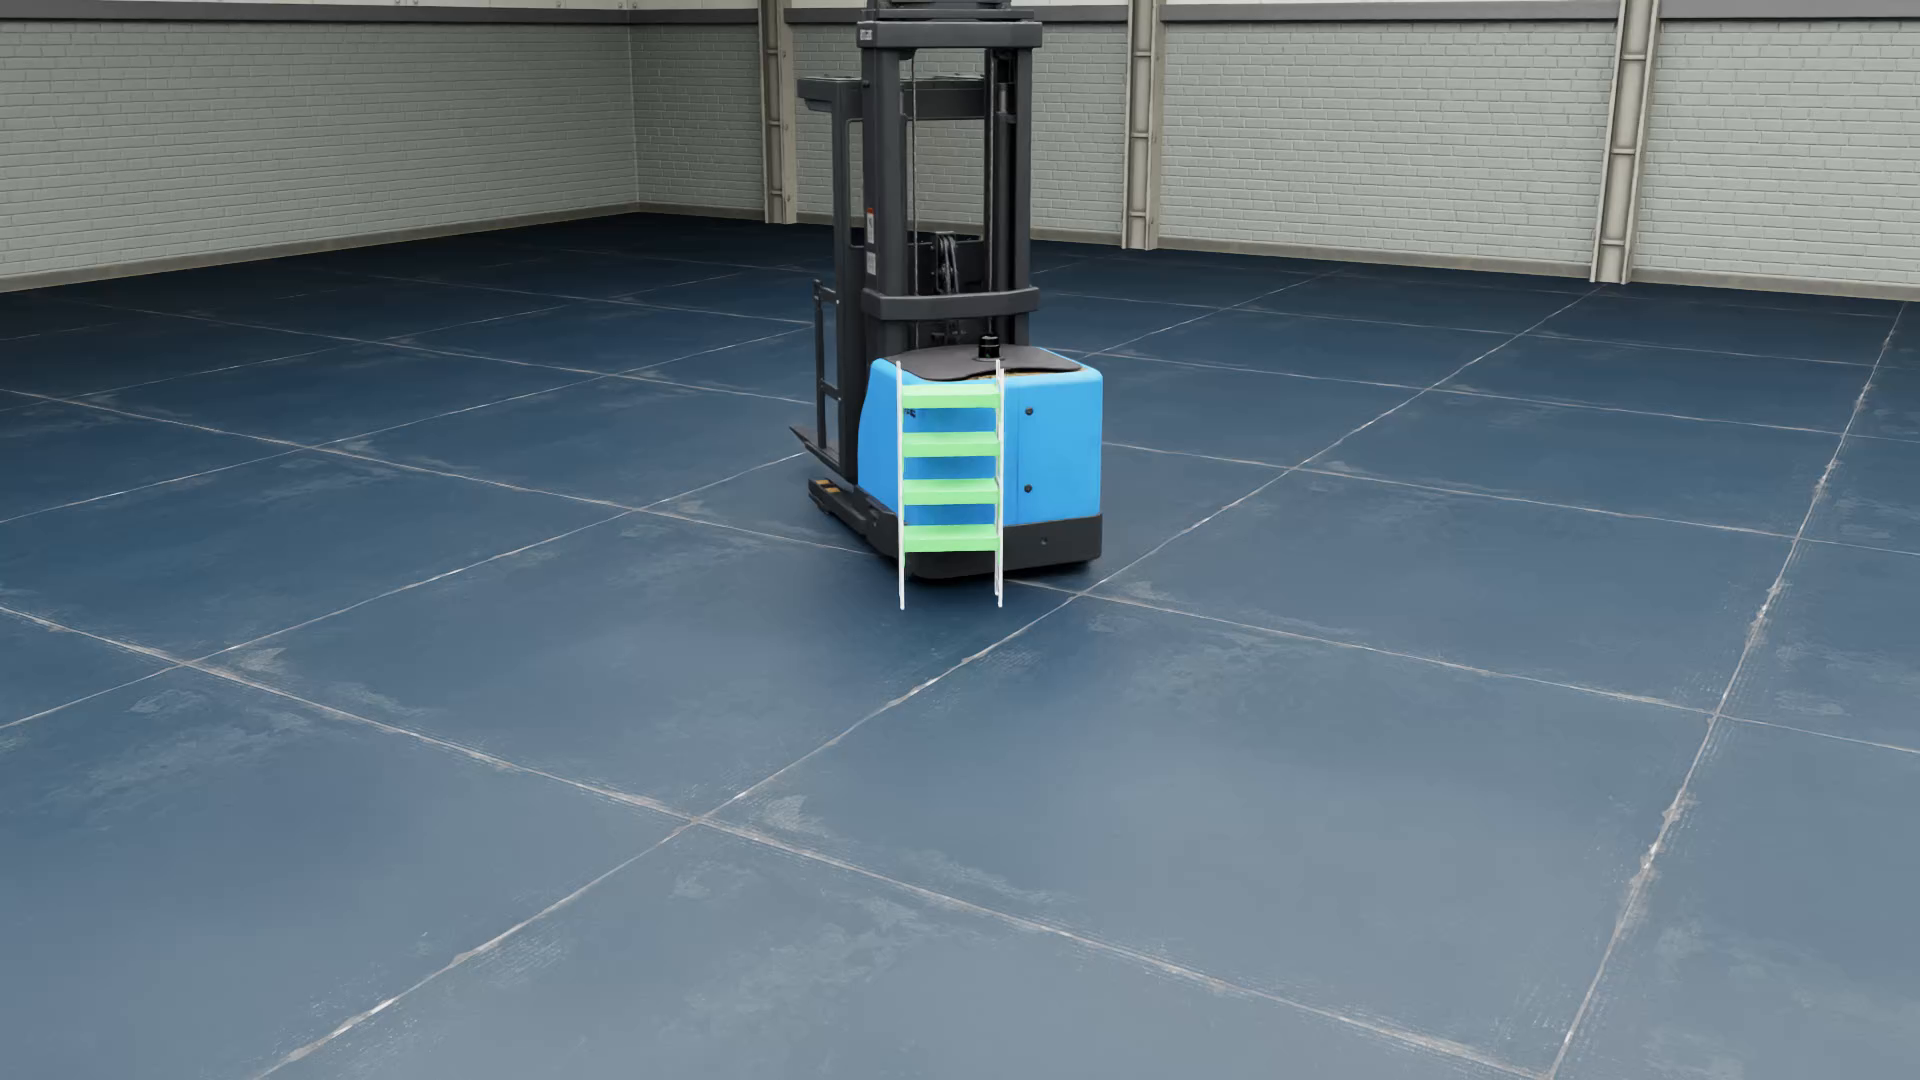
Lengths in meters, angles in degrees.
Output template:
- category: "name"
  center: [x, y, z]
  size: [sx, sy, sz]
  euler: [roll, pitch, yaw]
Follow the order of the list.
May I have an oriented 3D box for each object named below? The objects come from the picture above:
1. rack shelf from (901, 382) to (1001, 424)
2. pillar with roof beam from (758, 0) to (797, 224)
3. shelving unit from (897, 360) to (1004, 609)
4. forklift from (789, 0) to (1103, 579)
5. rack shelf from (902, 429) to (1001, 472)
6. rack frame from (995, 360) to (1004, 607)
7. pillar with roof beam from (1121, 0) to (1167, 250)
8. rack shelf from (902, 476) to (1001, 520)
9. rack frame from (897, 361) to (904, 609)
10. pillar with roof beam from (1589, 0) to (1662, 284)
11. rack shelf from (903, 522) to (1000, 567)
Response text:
- category: "rack shelf"
  center: [-0.050, -0.668, 8.085]
  size: [0.480, 0.148, 0.258]
  euler: [-1, 17, -4]
- category: "pillar with roof beam"
  center: [-4.963, -8.055, 20.415]
  size: [0.400, 9.000, 9.100]
  euler: [10, 20, 30]
- category: "shelving unit"
  center: [-0.050, -0.270, 8.206]
  size: [0.503, 1.200, 0.258]
  euler: [-1, 17, -4]
- category: "forklift"
  center: [-0.267, -1.589, 9.571]
  size: [1.130, 2.935, 3.031]
  euler: [-7, 18, -21]
- category: "rack shelf"
  center: [-0.050, -0.439, 8.155]
  size: [0.480, 0.148, 0.258]
  euler: [-1, 17, -4]
- category: "rack frame"
  center: [0.194, -0.275, 8.222]
  size: [0.015, 1.200, 0.240]
  euler: [-1, 17, -4]
- category: "pillar with roof beam"
  center: [0.150, -7.142, 17.410]
  size: [0.400, 9.000, 9.100]
  euler: [10, 20, 30]
- category: "rack shelf"
  center: [-0.050, -0.209, 8.225]
  size: [0.480, 0.148, 0.258]
  euler: [-1, 17, -4]
- category: "rack frame"
  center: [-0.293, -0.265, 8.190]
  size: [0.015, 1.200, 0.240]
  euler: [-1, 17, -4]
- category: "pillar with roof beam"
  center: [5.263, -6.229, 14.406]
  size: [0.400, 9.000, 9.100]
  euler: [10, 20, 30]
- category: "rack shelf"
  center: [-0.050, 0.021, 8.295]
  size: [0.480, 0.148, 0.258]
  euler: [-1, 17, -4]
